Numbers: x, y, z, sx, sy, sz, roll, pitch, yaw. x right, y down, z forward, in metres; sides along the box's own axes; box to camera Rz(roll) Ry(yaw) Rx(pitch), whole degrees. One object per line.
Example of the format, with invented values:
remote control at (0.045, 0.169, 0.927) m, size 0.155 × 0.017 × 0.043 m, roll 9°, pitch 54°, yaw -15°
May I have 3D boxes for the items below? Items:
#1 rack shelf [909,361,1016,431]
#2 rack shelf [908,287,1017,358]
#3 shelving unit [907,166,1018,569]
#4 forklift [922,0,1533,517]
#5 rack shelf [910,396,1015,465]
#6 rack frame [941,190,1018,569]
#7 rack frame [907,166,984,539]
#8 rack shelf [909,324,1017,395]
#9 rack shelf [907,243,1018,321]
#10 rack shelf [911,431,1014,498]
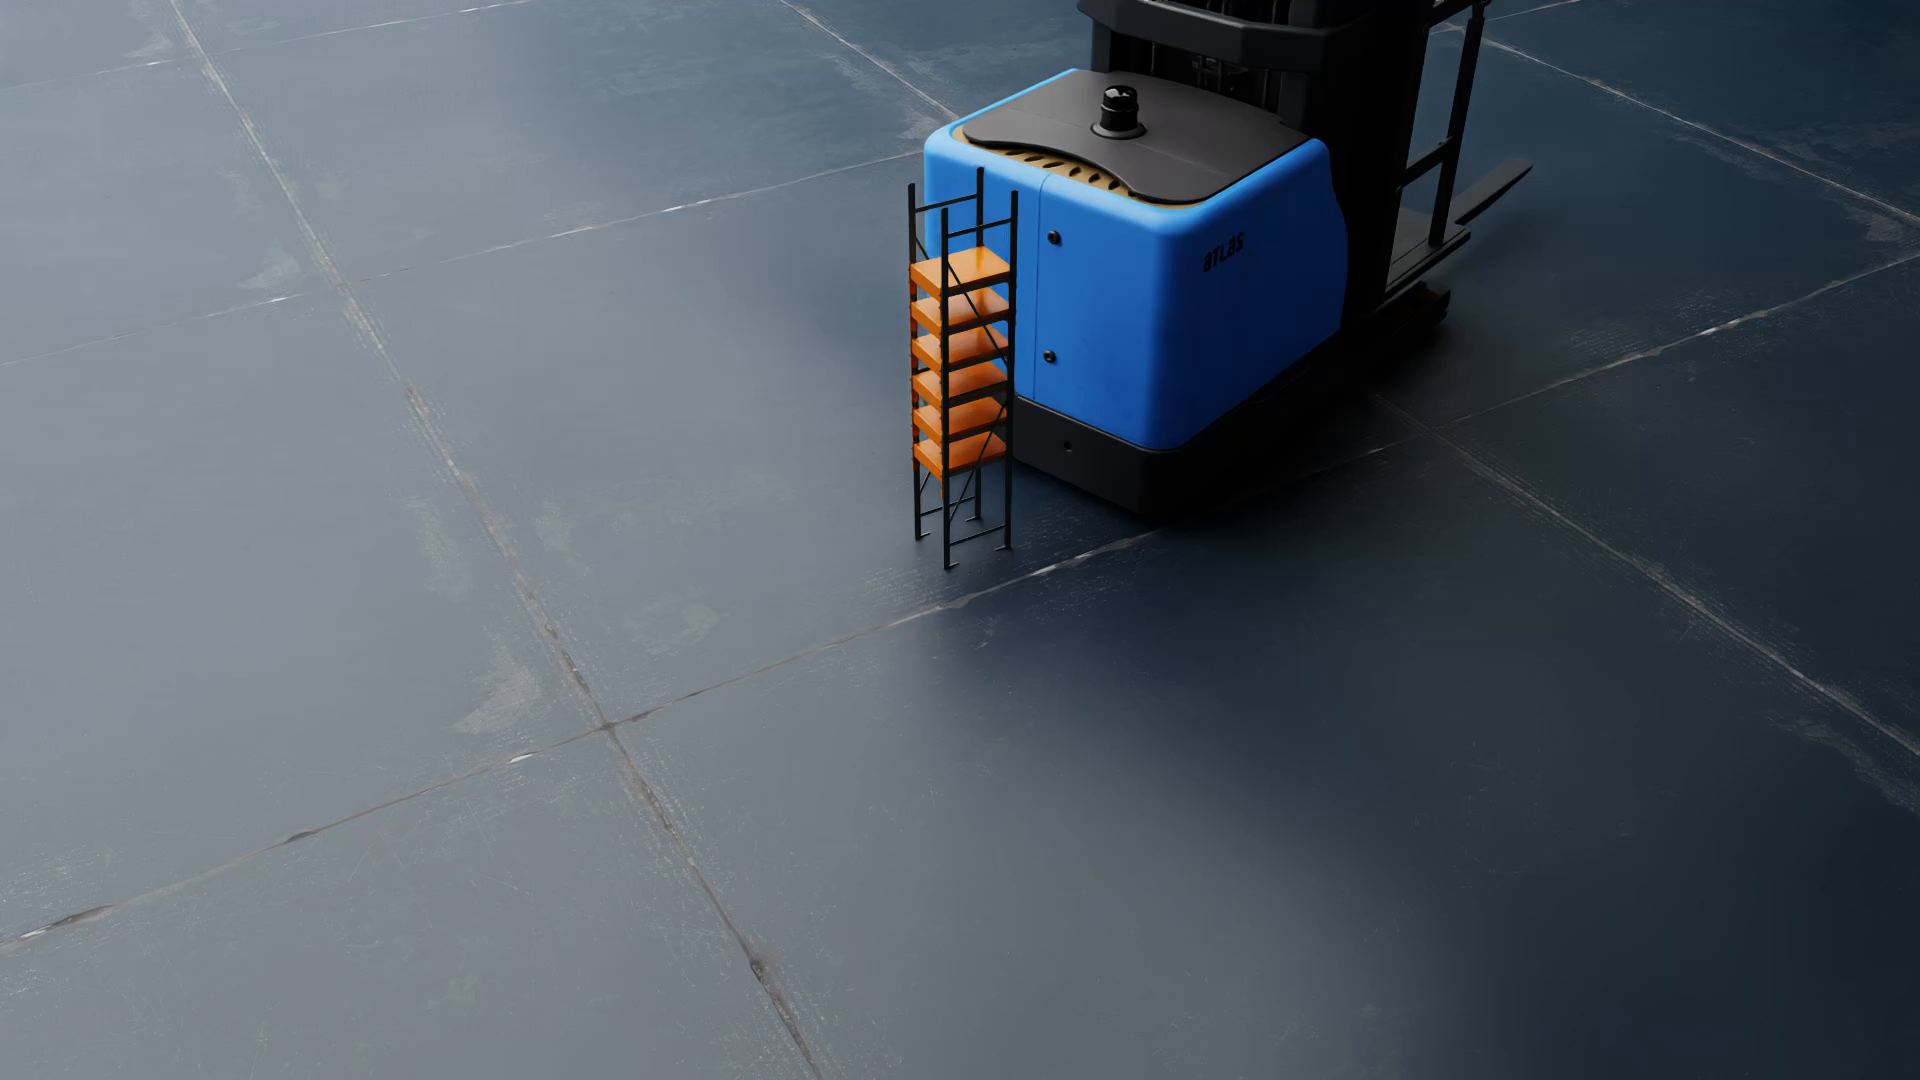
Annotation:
rack shelf at (0.007, -0.441, 4.912) m, size 0.258 × 0.103 × 0.180 m, roll -19°, pitch 40°, yaw -24°
rack shelf at (0.007, -0.635, 4.771) m, size 0.258 × 0.103 × 0.180 m, roll -19°, pitch 40°, yaw -24°
shelving unit at (0.007, -0.477, 4.886) m, size 0.258 × 1.200 × 0.189 m, roll -19°, pitch 40°, yaw -24°
forklift at (1.205, -2.054, 5.577) m, size 1.130 × 2.935 × 3.031 m, roll 26°, pitch 44°, yaw 31°
rack shelf at (0.007, -0.344, 4.983) m, size 0.258 × 0.103 × 0.180 m, roll -19°, pitch 40°, yaw -24°
rack frame at (0.053, -0.430, 4.822) m, size 0.240 × 1.200 × 0.006 m, roll -19°, pitch 40°, yaw -24°
rack frame at (-0.039, -0.524, 4.950) m, size 0.240 × 1.200 × 0.006 m, roll -19°, pitch 40°, yaw -24°
rack shelf at (0.007, -0.538, 4.841) m, size 0.258 × 0.103 × 0.180 m, roll -19°, pitch 40°, yaw -24°
rack shelf at (0.007, -0.732, 4.700) m, size 0.258 × 0.103 × 0.180 m, roll -19°, pitch 40°, yaw -24°
rack shelf at (0.007, -0.247, 5.054) m, size 0.258 × 0.103 × 0.180 m, roll -19°, pitch 40°, yaw -24°
